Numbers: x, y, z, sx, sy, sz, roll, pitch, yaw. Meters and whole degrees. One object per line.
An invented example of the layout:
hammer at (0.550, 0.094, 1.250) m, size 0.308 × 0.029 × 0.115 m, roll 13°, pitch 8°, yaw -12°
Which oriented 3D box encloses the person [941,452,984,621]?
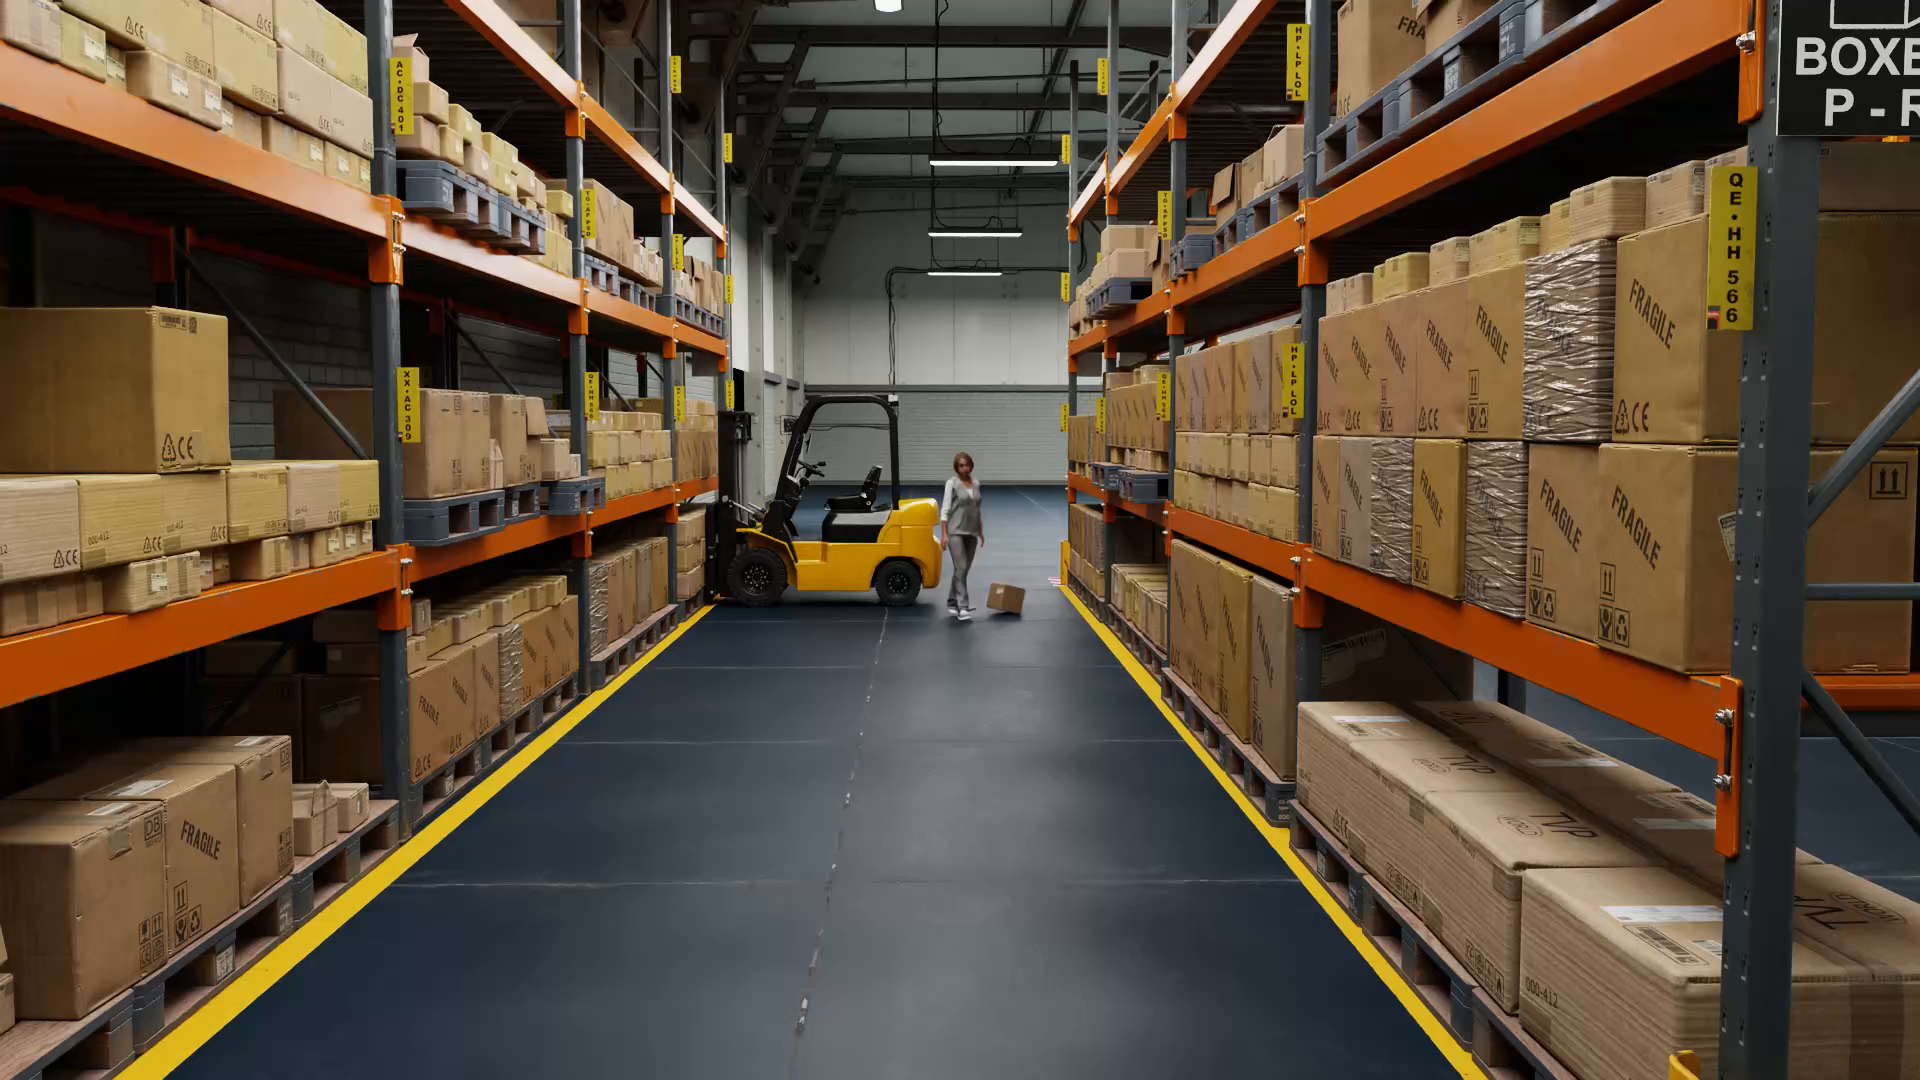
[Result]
person at (0.027, -0.045, 15.847) m, size 0.475 × 1.583 × 0.561 m, roll -3°, pitch 5°, yaw -36°
